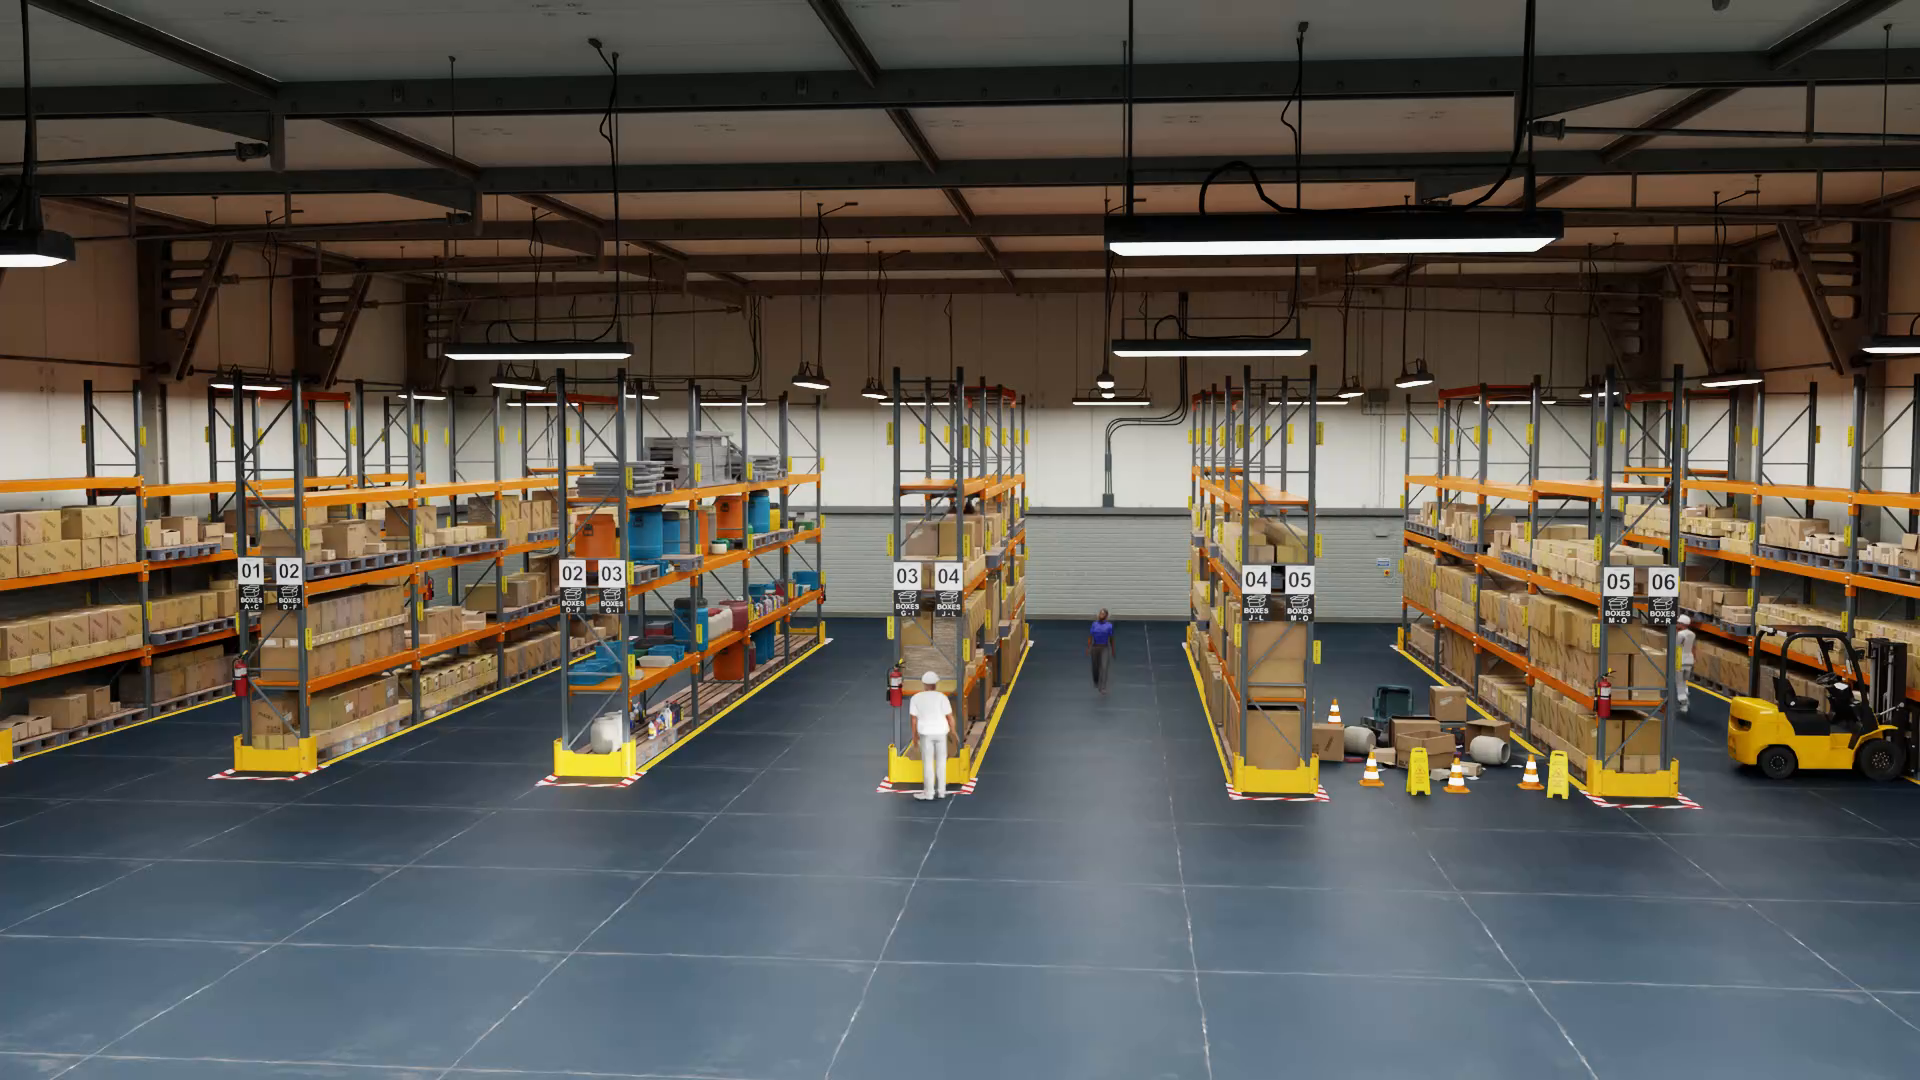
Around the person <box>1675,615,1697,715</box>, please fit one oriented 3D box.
[{"bbox_3d":[12.938,2.251,29.845,0.619,1.819,0.542,0,4,-5],"label":"person"}]

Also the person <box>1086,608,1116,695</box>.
[{"bbox_3d":[2.667,2.101,31.503,0.548,1.585,0.984,1,4,9],"label":"person"}]

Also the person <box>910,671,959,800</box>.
[{"bbox_3d":[-0.351,2.696,22.995,0.679,1.786,0.431,0,4,-4],"label":"person"}]
